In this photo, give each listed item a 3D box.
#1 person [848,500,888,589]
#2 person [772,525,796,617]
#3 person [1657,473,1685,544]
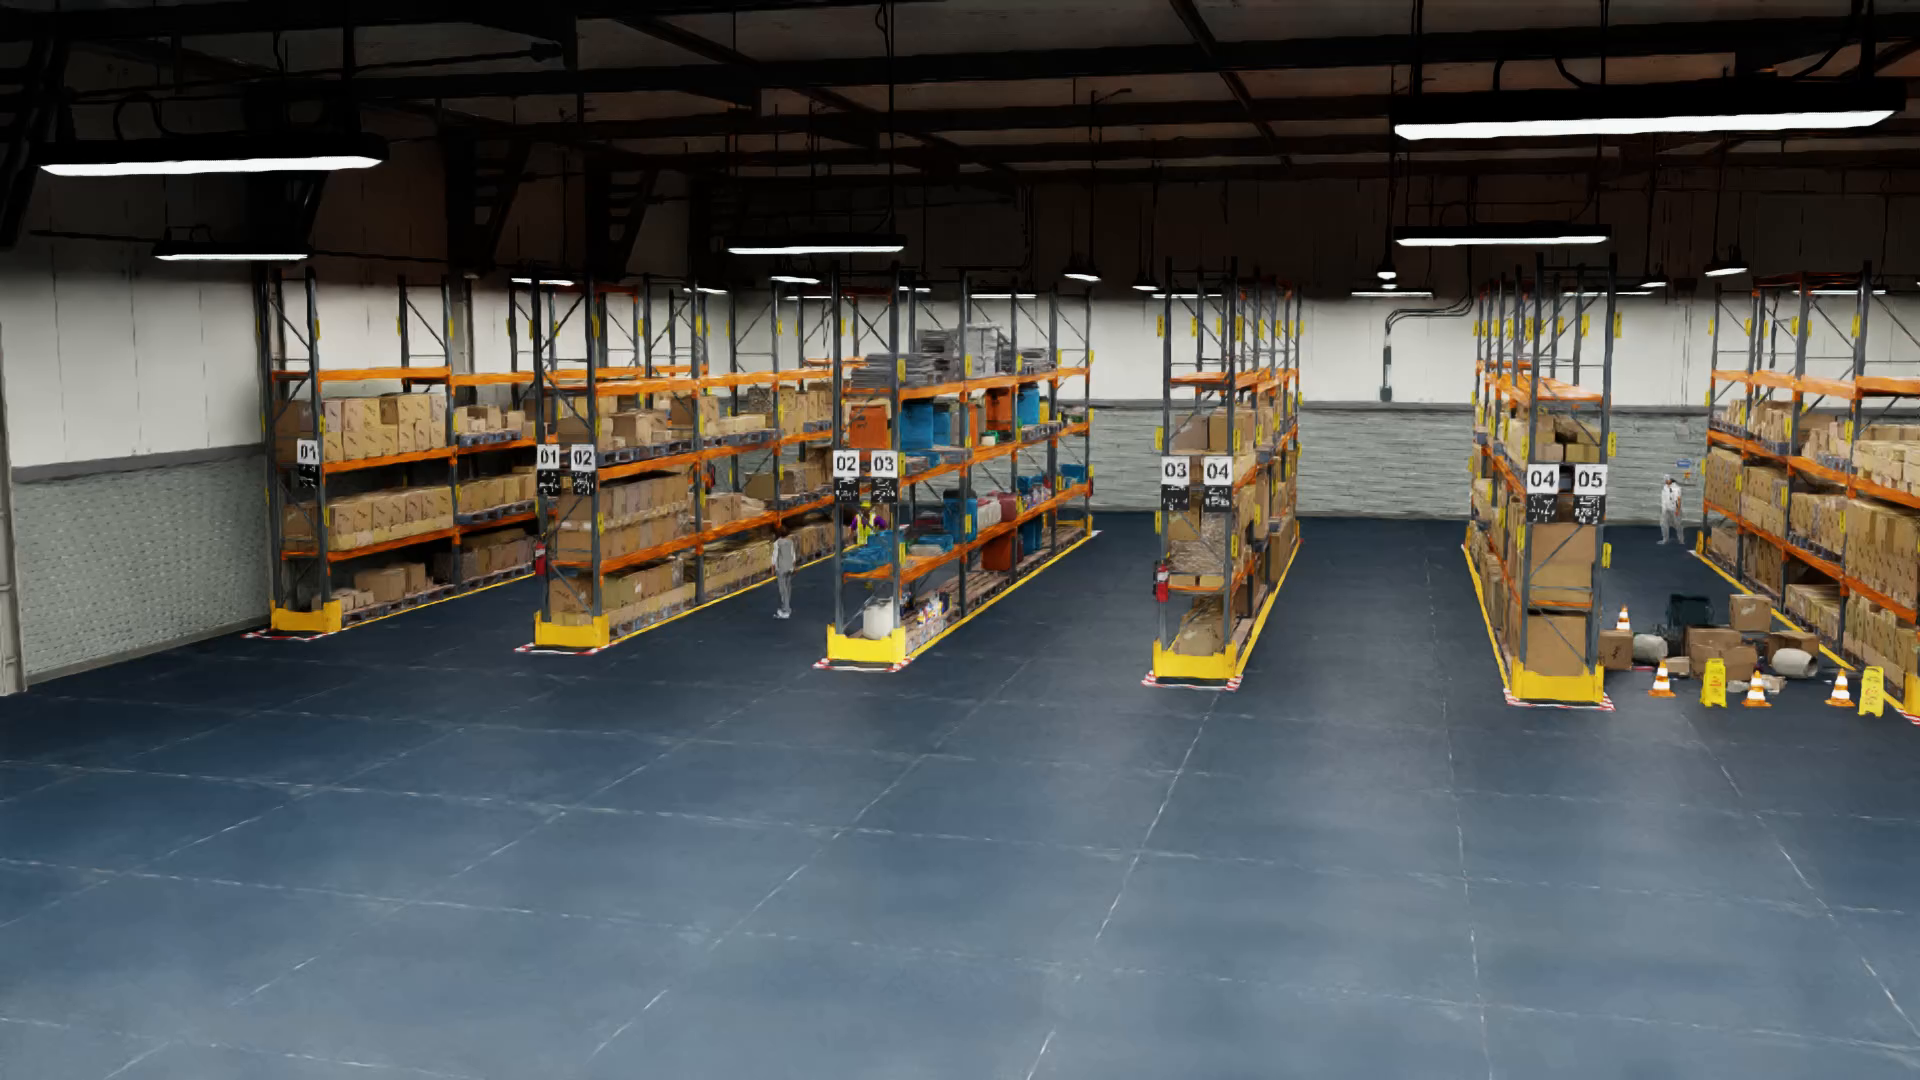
[{"bbox_3d":[-1.786,0.062,32.304,0.738,1.702,0.830,3,8,20],"label":"person"},{"bbox_3d":[-3.079,0.528,28.989,0.522,1.592,0.527,-7,10,-44],"label":"person"},{"bbox_3d":[16.654,-0.732,38.833,0.577,1.650,0.530,-3,8,-25],"label":"person"}]
